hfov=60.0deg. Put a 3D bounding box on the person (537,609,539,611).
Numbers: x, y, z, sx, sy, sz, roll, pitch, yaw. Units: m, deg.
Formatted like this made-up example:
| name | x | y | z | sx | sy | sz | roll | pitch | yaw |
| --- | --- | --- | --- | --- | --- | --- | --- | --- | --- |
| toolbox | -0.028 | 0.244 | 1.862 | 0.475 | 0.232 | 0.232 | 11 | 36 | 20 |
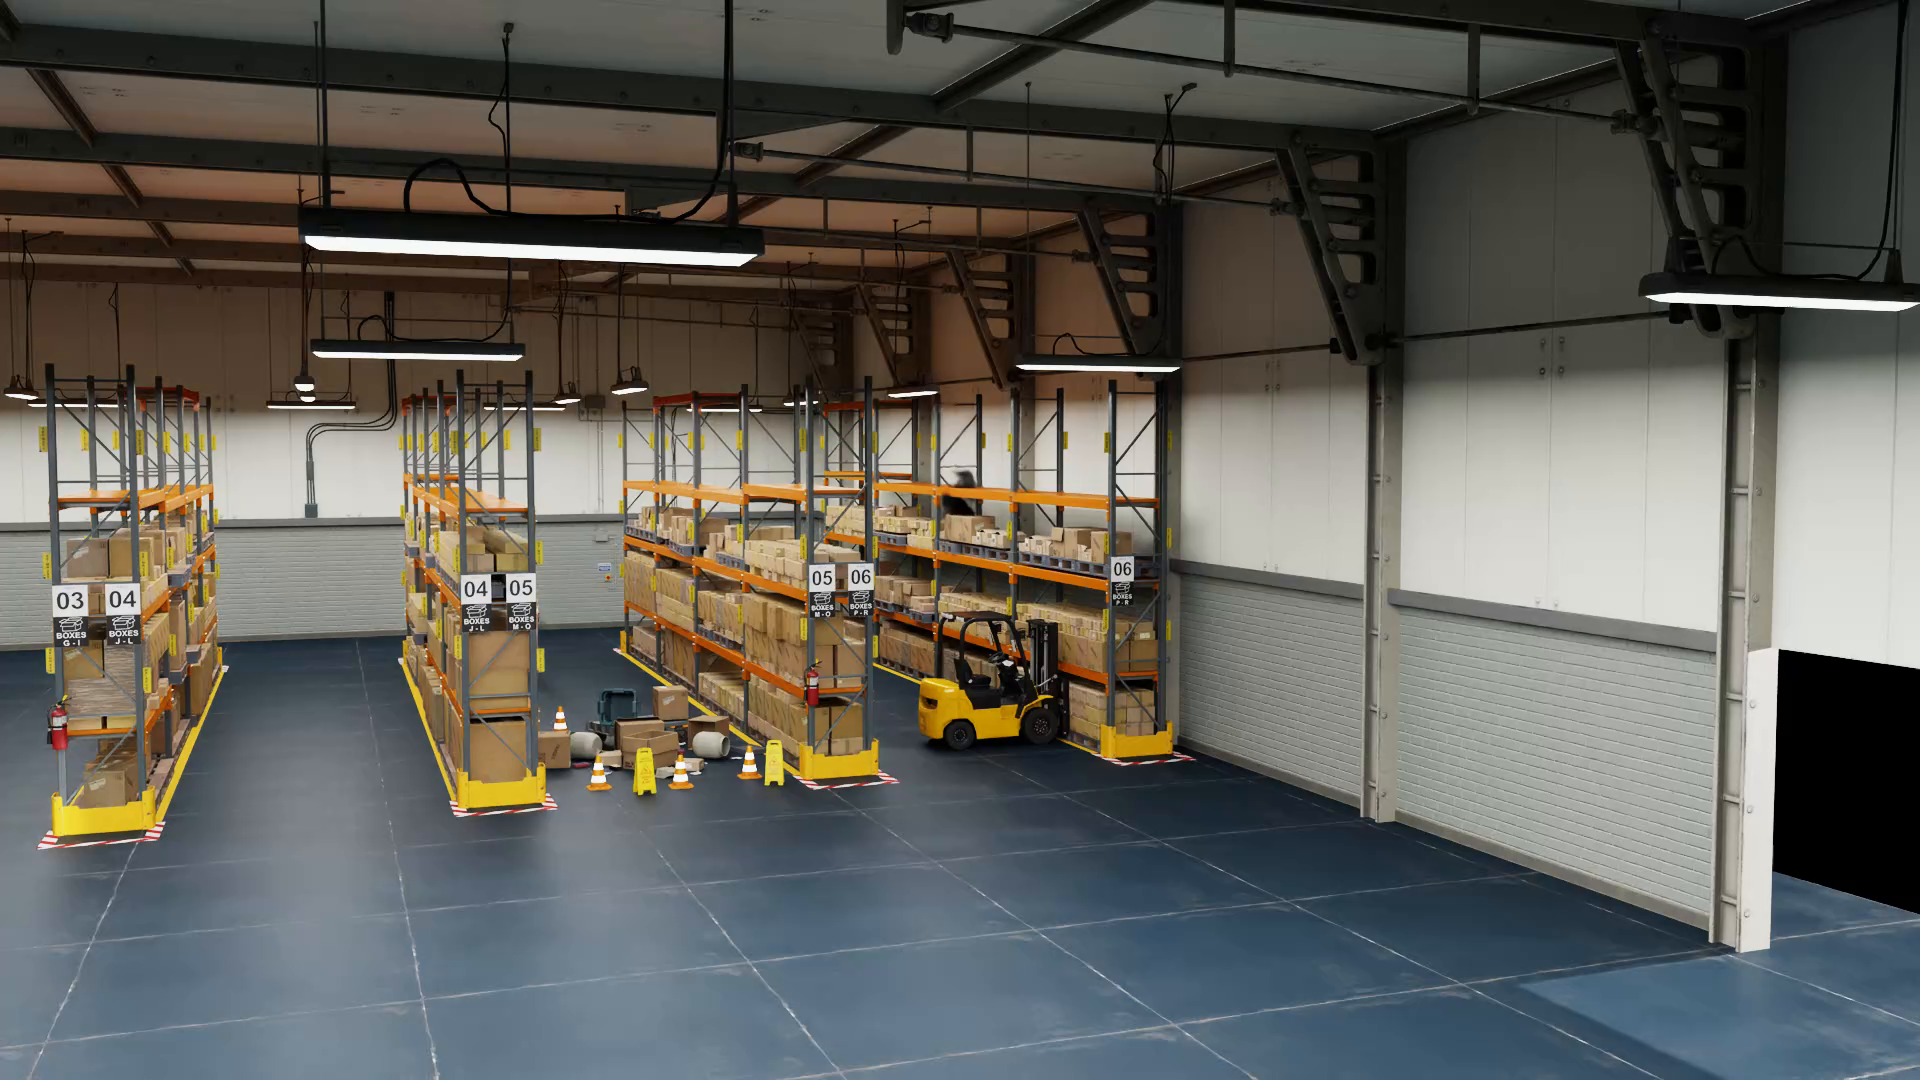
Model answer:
| name | x | y | z | sx | sy | sz | roll | pitch | yaw |
| --- | --- | --- | --- | --- | --- | --- | --- | --- | --- |
| person | -9.494 | 1.918 | 36.163 | 0.616 | 1.622 | 0.764 | -2 | 4 | -29 |
